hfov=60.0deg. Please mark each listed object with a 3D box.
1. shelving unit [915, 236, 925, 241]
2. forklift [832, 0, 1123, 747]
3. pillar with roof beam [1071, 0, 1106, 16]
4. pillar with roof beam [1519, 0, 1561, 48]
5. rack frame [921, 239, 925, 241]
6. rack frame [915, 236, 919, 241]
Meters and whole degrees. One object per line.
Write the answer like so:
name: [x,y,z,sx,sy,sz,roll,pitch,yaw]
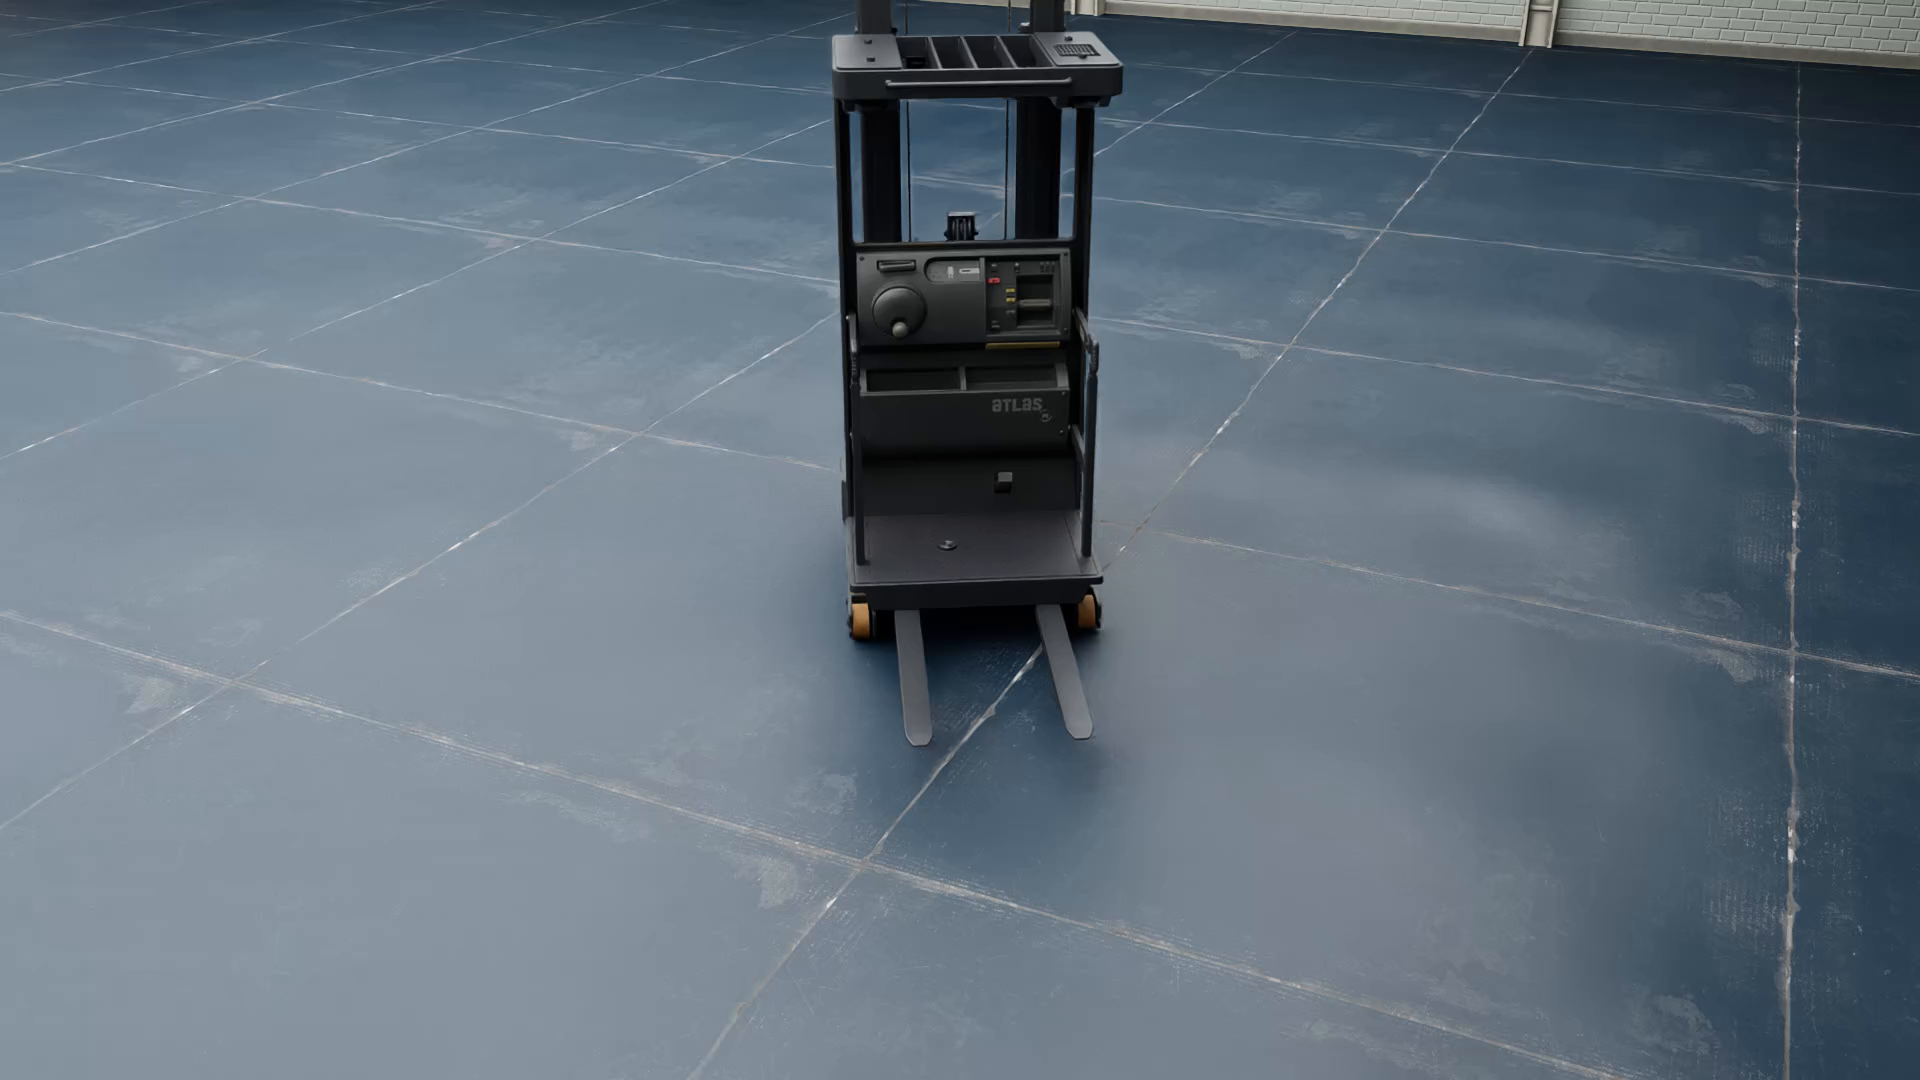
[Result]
shelving unit: [-0.295,-1.011,8.927,0.258,1.200,0.189,-6,17,-11]
forklift: [0.039,-1.027,7.018,1.130,2.935,3.031,-2,26,-4]
pillar with roof beam: [-0.003,-9.621,17.603,0.400,9.000,9.100,11,28,22]
pillar with roof beam: [5.459,-8.524,15.375,0.400,9.000,9.100,11,28,22]
rack frame: [-0.276,-0.987,8.841,0.240,1.200,0.006,-6,17,-11]
rack frame: [-0.315,-1.036,9.013,0.240,1.200,0.006,-6,17,-11]
